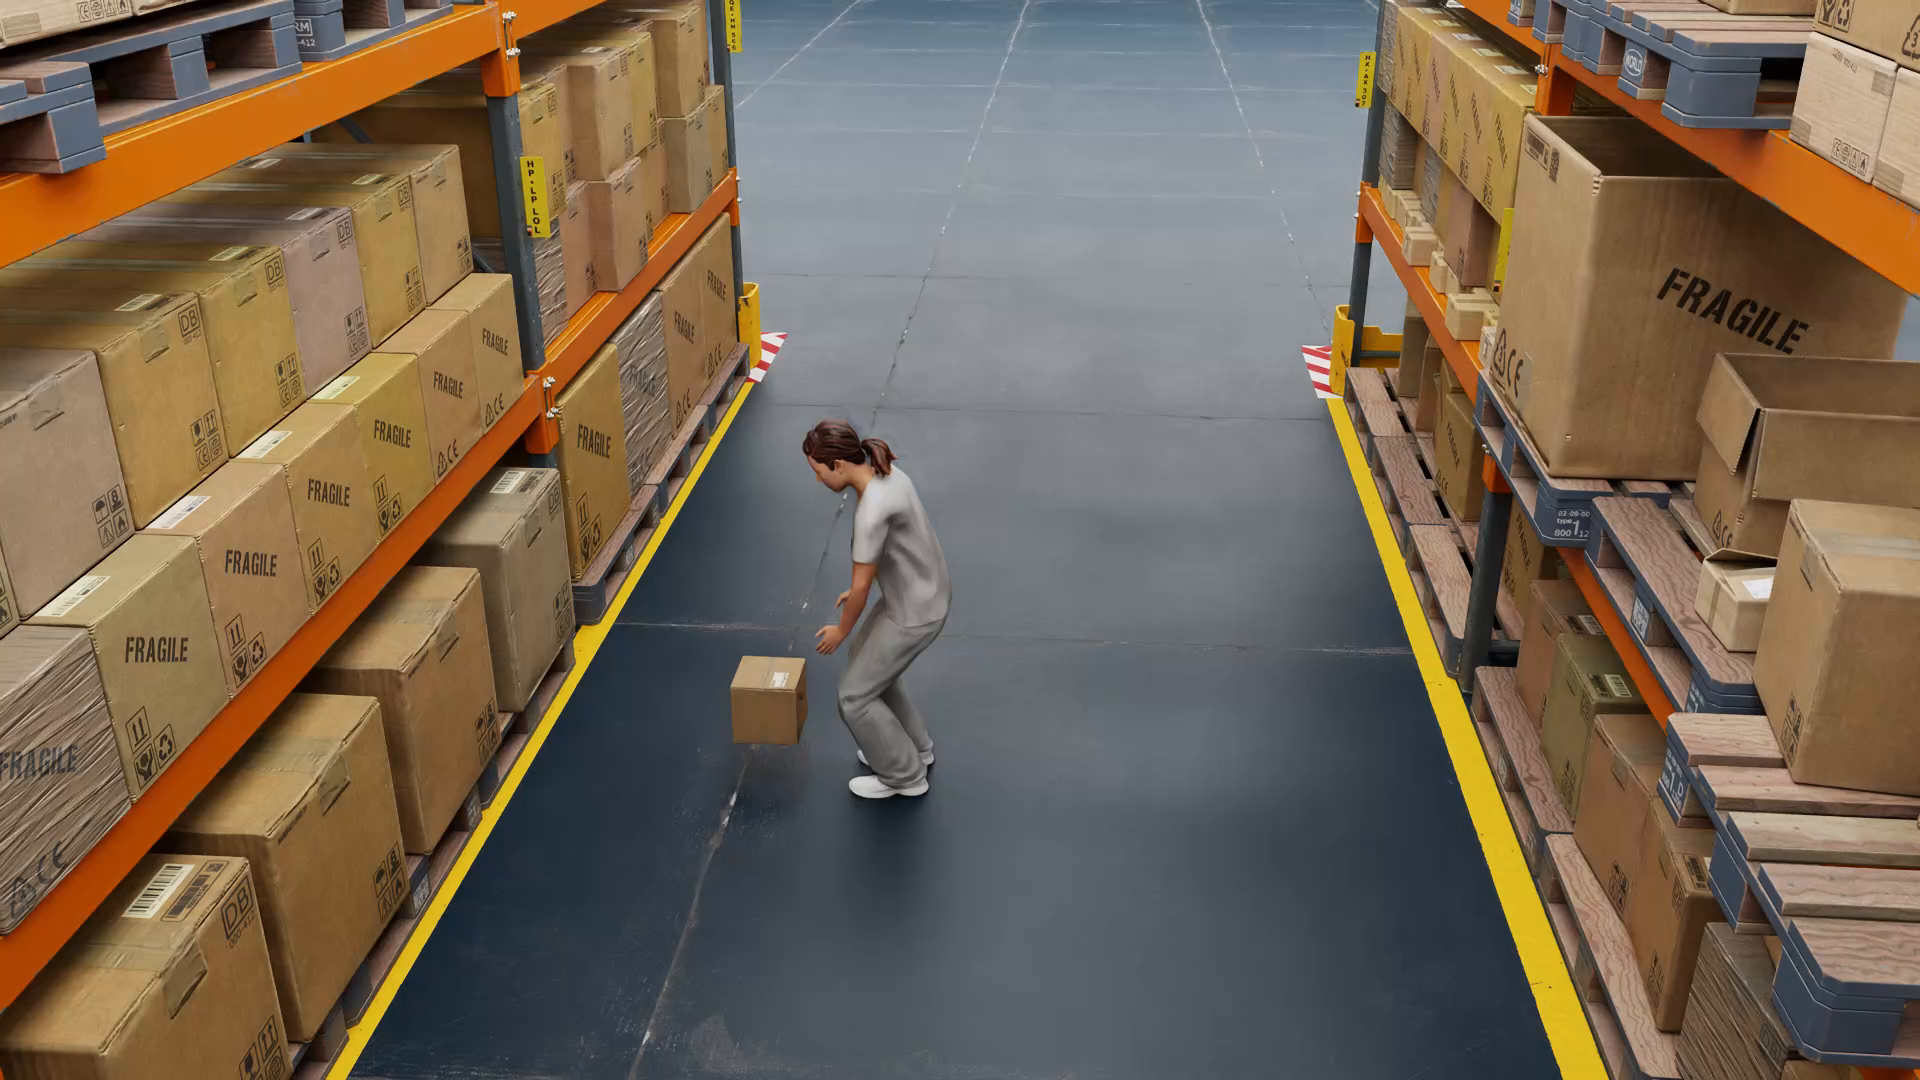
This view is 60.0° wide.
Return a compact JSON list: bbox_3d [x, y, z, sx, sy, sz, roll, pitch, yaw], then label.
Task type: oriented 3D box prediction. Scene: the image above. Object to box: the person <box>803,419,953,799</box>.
[{"bbox_3d":[-0.299,0.264,6.232,0.533,1.515,0.483,2,25,5],"label":"person"}]
